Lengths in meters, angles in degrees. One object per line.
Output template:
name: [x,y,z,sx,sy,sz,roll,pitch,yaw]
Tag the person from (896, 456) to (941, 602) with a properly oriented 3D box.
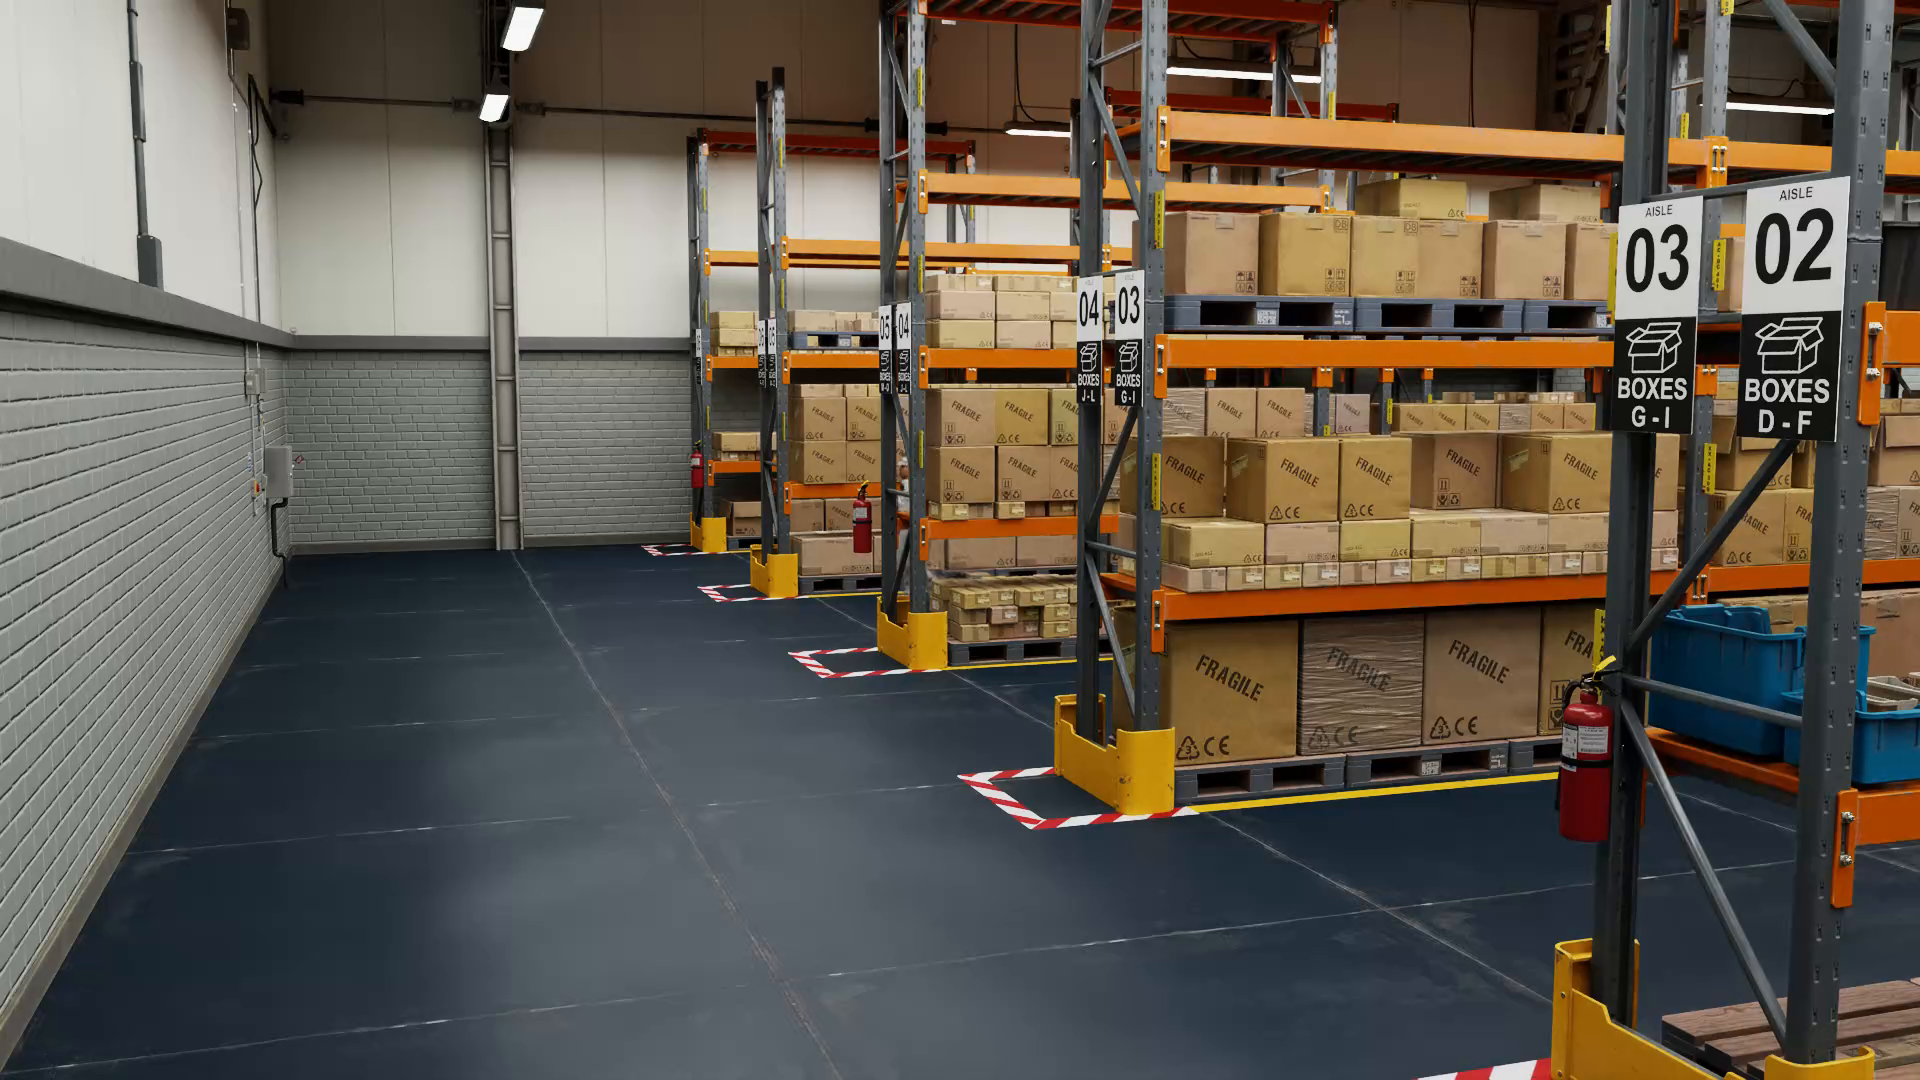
person: [-0.482,-0.115,18.523,0.536,1.648,0.481,-1,6,-7]
